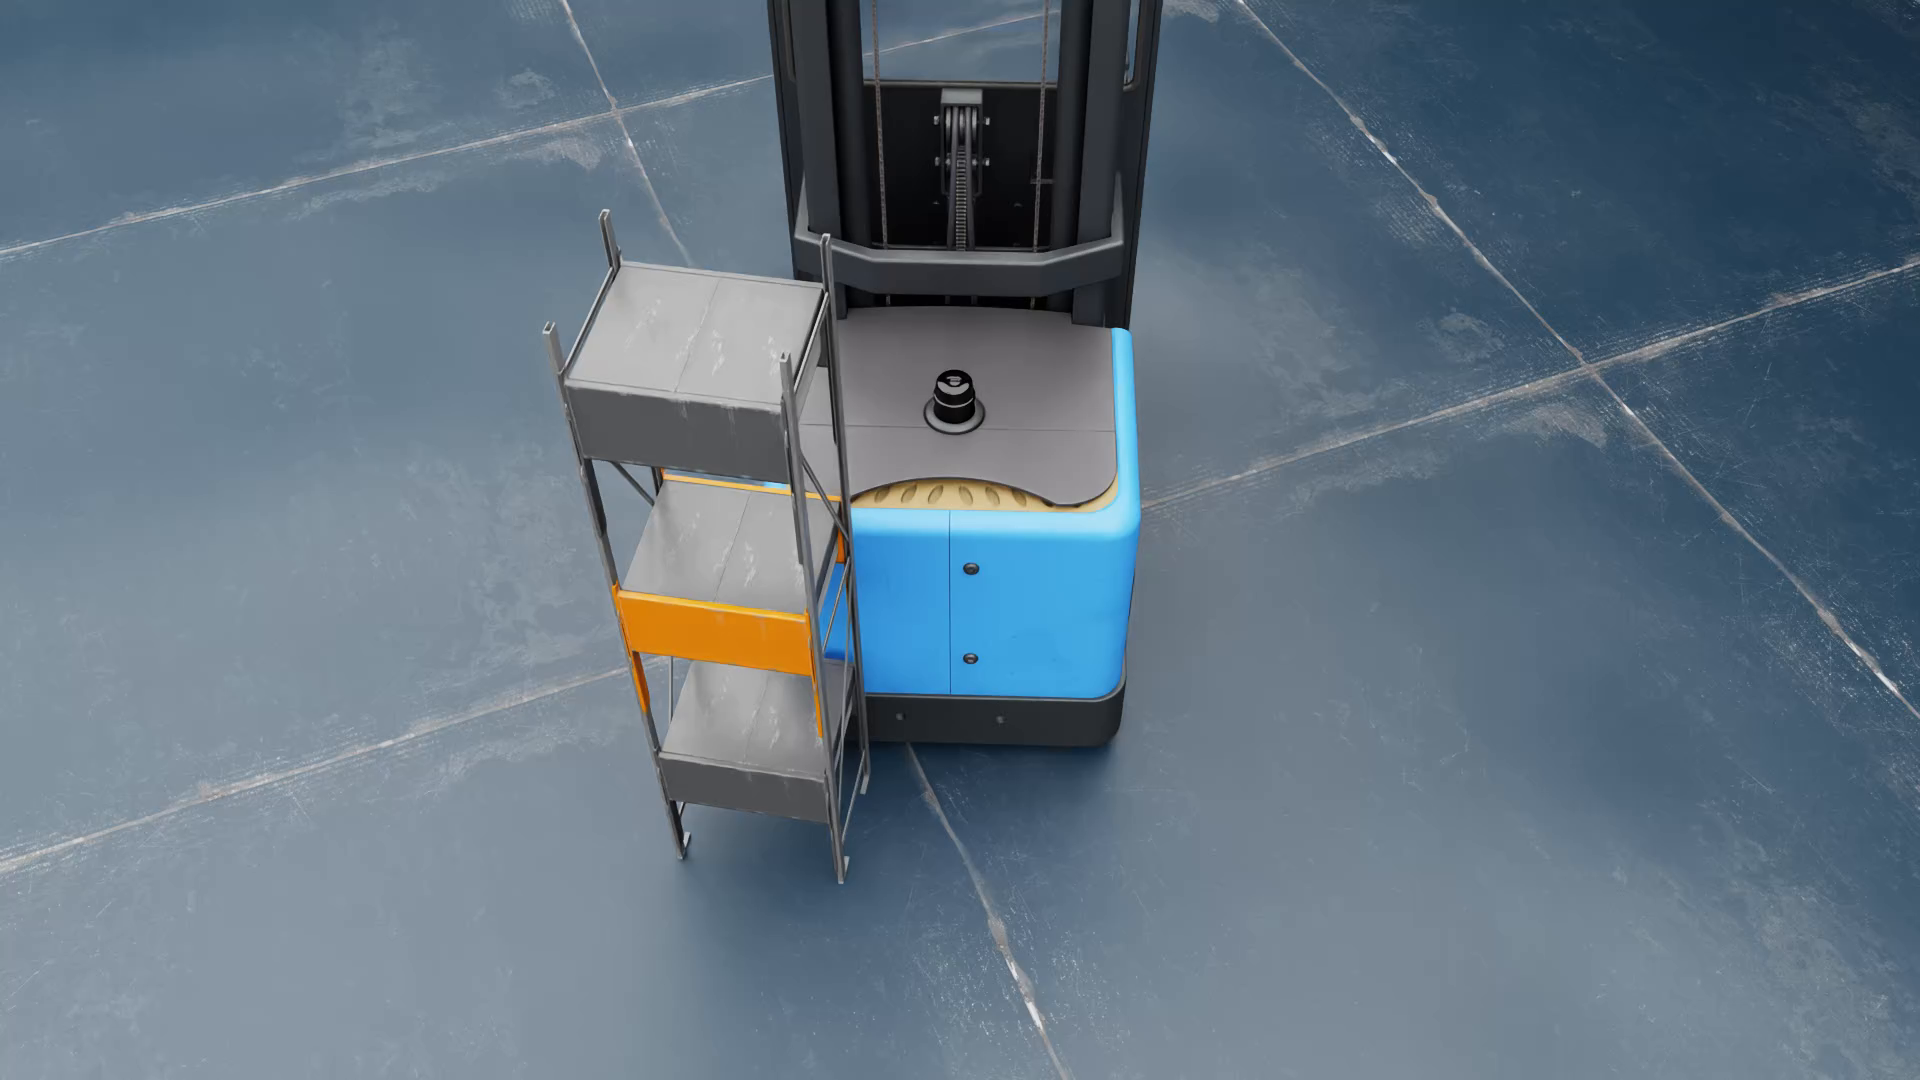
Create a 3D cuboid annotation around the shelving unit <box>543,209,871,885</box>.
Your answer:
[{"bbox_3d":[-0.557,0.148,4.238,0.503,2.100,0.431,7,50,6],"label":"shelving unit"}]

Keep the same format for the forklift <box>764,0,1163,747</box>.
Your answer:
[{"bbox_3d":[0.020,-1.431,5.047,1.130,2.935,3.031,1,49,1],"label":"forklift"}]

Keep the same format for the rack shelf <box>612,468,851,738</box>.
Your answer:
[{"bbox_3d":[-0.557,0.157,4.248,0.480,0.518,0.431,7,50,6],"label":"rack shelf"}]

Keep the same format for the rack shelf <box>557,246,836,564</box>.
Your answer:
[{"bbox_3d":[-0.557,-0.298,3.716,0.480,0.518,0.431,7,50,6],"label":"rack shelf"}]

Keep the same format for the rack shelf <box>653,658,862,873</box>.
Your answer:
[{"bbox_3d":[-0.556,0.612,4.780,0.480,0.518,0.431,7,50,6],"label":"rack shelf"}]

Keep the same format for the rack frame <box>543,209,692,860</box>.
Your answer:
[{"bbox_3d":[-0.797,0.117,4.265,0.015,2.100,0.400,7,50,6],"label":"rack frame"}]

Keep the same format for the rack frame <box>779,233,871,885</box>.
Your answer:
[{"bbox_3d":[-0.316,0.179,4.211,0.015,2.100,0.400,7,50,6],"label":"rack frame"}]
